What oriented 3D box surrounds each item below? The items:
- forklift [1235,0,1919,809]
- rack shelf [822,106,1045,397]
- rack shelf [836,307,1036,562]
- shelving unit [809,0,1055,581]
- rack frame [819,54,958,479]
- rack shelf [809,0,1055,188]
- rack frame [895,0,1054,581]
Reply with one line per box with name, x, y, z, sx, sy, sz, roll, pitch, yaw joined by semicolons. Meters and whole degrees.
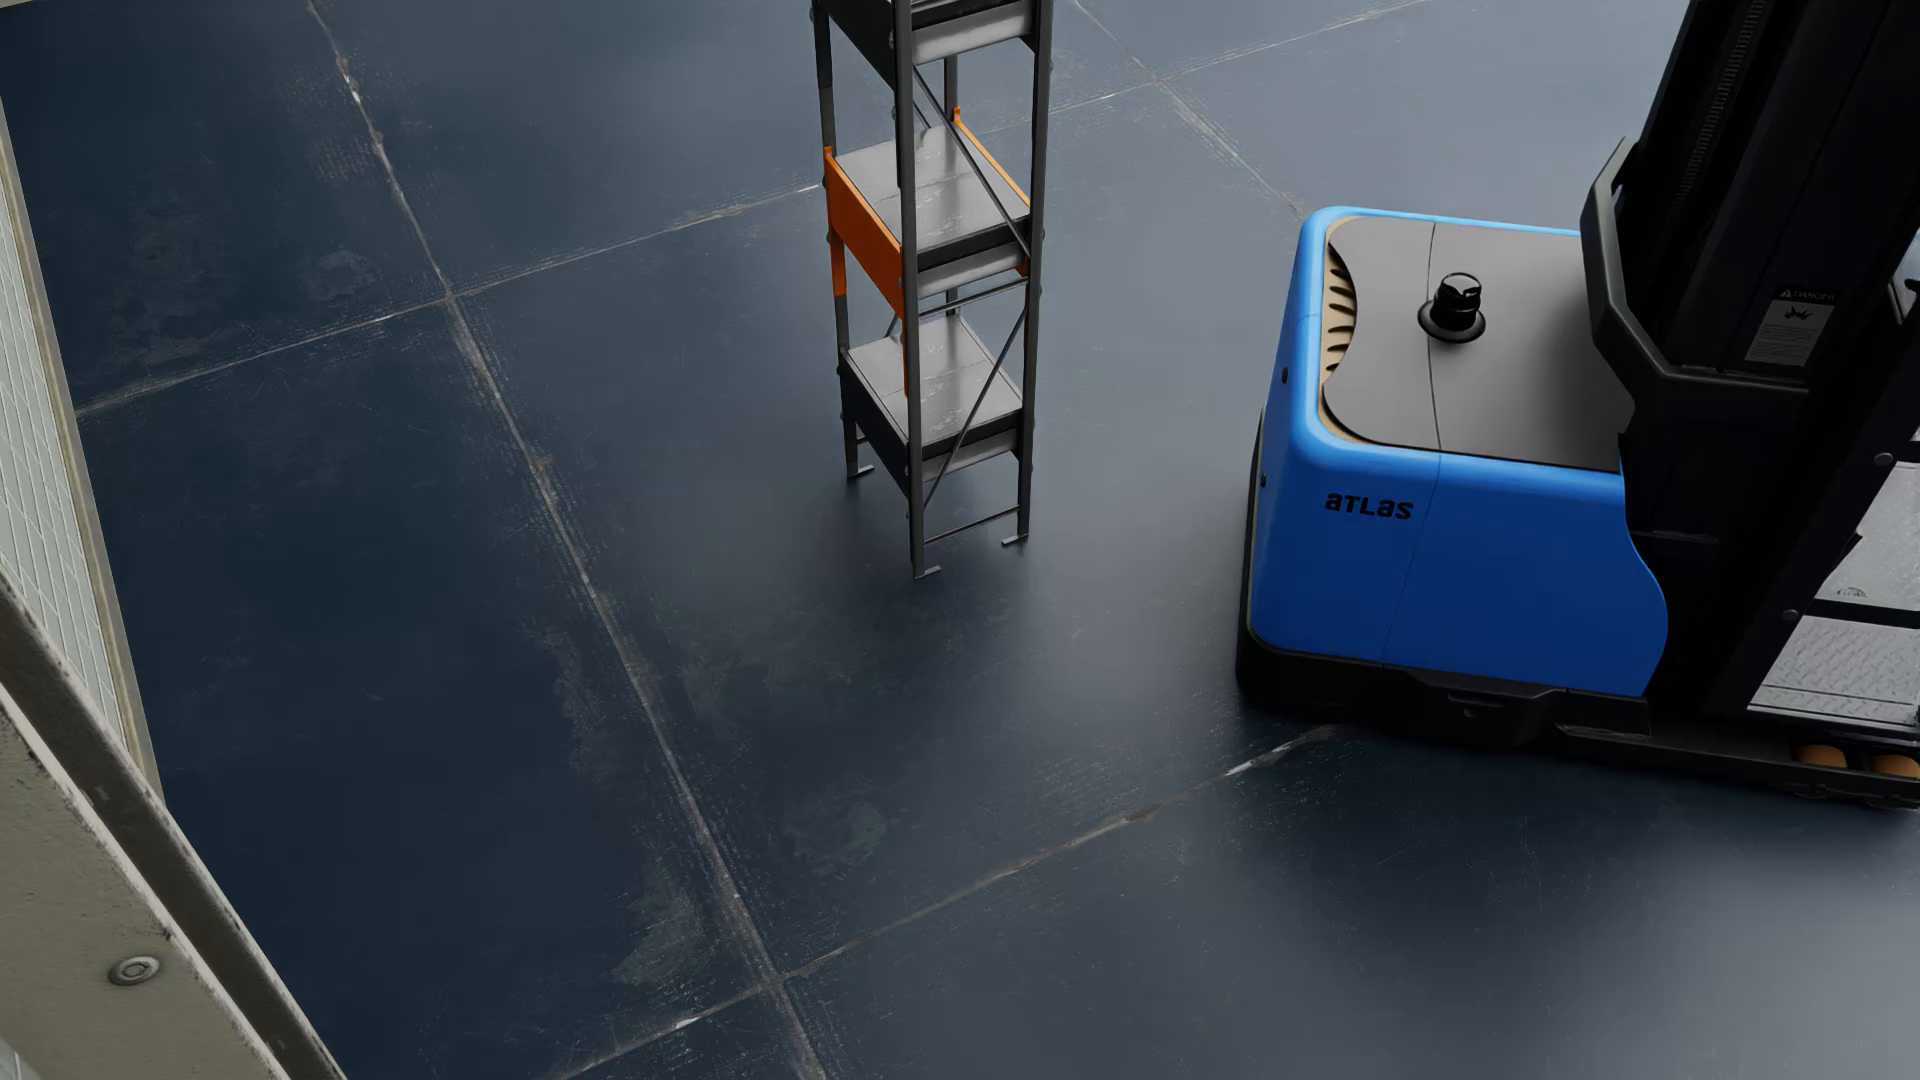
forklift;2.362;-0.657;3.877;3.031;2.935;1.130;7;49;6
rack shelf;-0.076;-0.793;4.567;0.431;0.518;0.480;-21;52;-18
rack shelf;-0.076;-0.332;5.094;0.431;0.518;0.480;-21;52;-18
shelving unit;-0.076;-0.802;4.557;0.431;2.100;0.503;-21;52;-18
rack frame;-0.187;-0.965;4.699;0.400;2.100;0.015;-21;52;-18
rack shelf;-0.076;-1.254;4.040;0.431;0.518;0.480;-21;52;-18
rack frame;0.036;-0.639;4.414;0.400;2.100;0.015;-21;52;-18
